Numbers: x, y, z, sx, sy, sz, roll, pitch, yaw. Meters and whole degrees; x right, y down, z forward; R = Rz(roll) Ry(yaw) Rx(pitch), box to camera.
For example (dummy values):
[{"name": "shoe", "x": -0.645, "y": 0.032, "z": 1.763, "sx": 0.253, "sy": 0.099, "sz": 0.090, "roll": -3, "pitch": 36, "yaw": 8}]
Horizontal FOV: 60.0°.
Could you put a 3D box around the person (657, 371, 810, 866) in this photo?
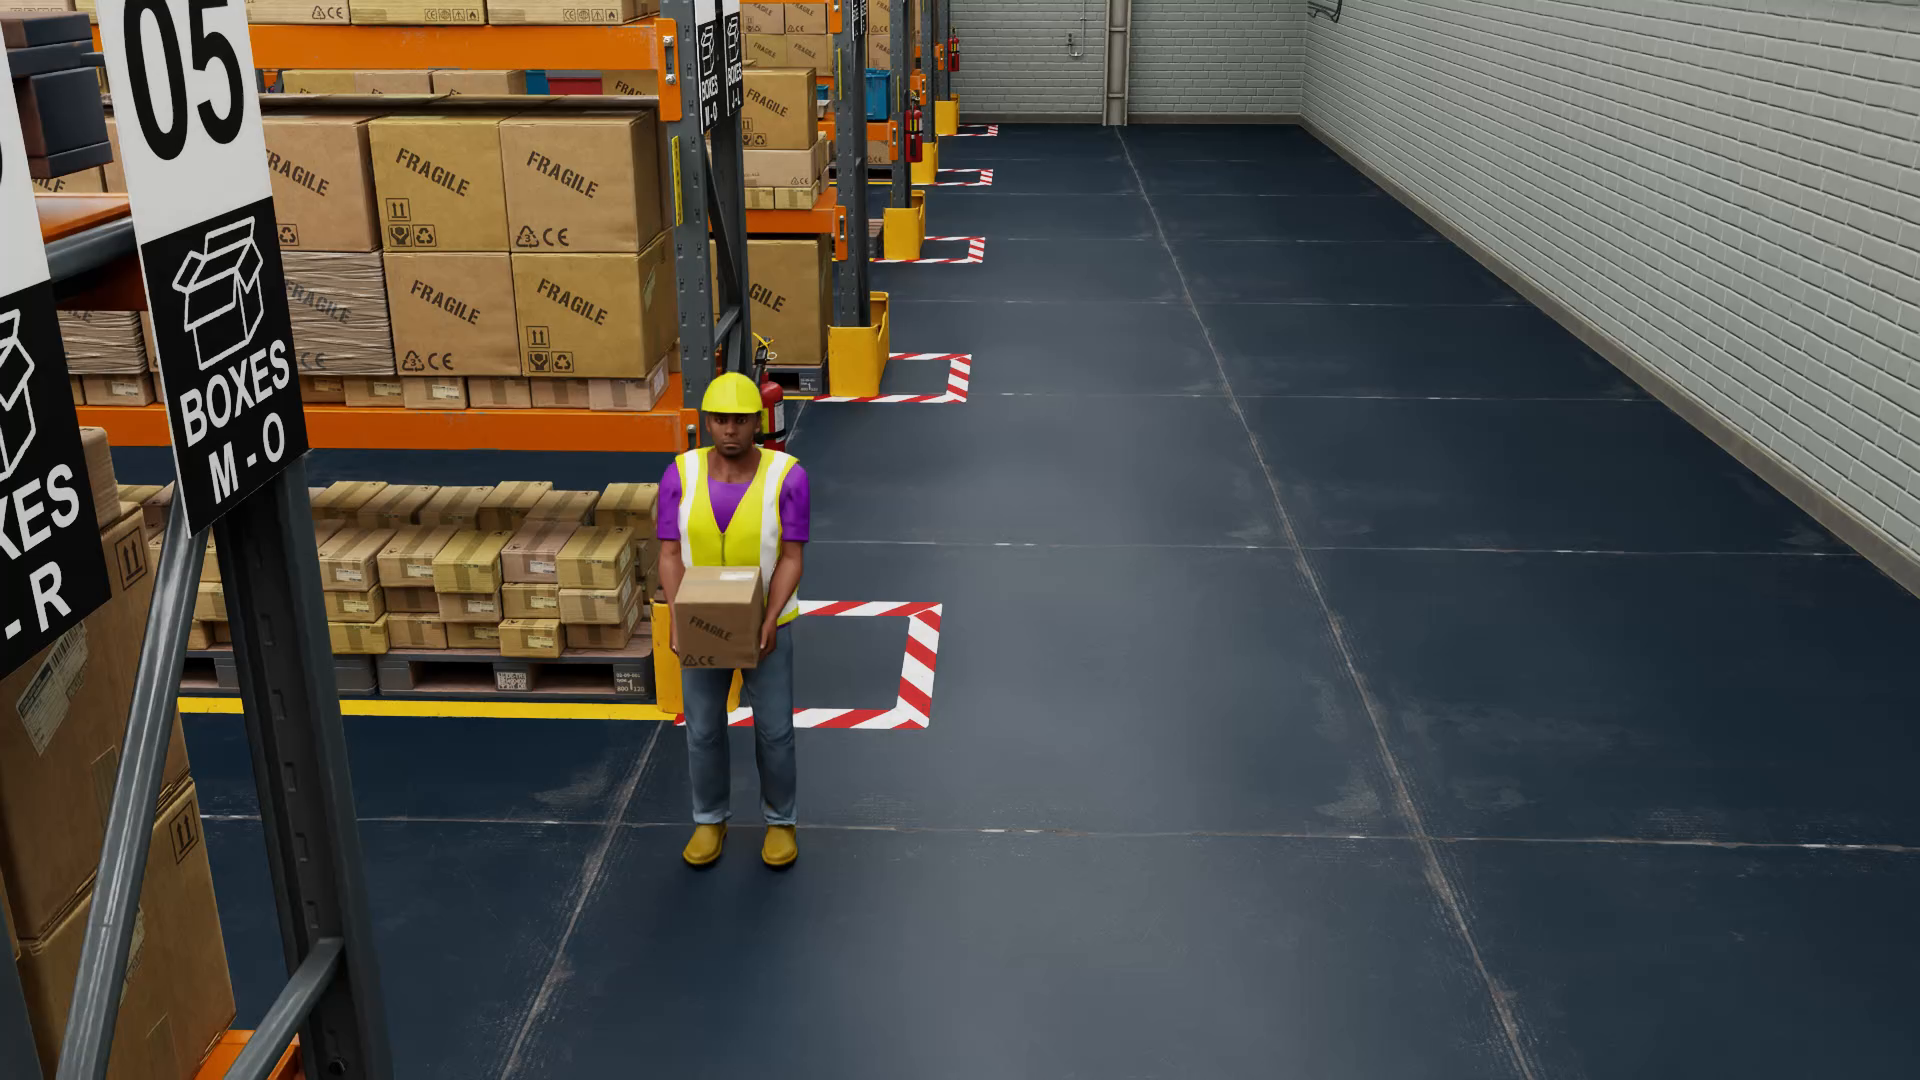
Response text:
[{"name": "person", "x": -0.773, "y": 0.319, "z": 5.698, "sx": 0.521, "sy": 1.767, "sz": 0.573, "roll": 1, "pitch": 21, "yaw": 1}]
